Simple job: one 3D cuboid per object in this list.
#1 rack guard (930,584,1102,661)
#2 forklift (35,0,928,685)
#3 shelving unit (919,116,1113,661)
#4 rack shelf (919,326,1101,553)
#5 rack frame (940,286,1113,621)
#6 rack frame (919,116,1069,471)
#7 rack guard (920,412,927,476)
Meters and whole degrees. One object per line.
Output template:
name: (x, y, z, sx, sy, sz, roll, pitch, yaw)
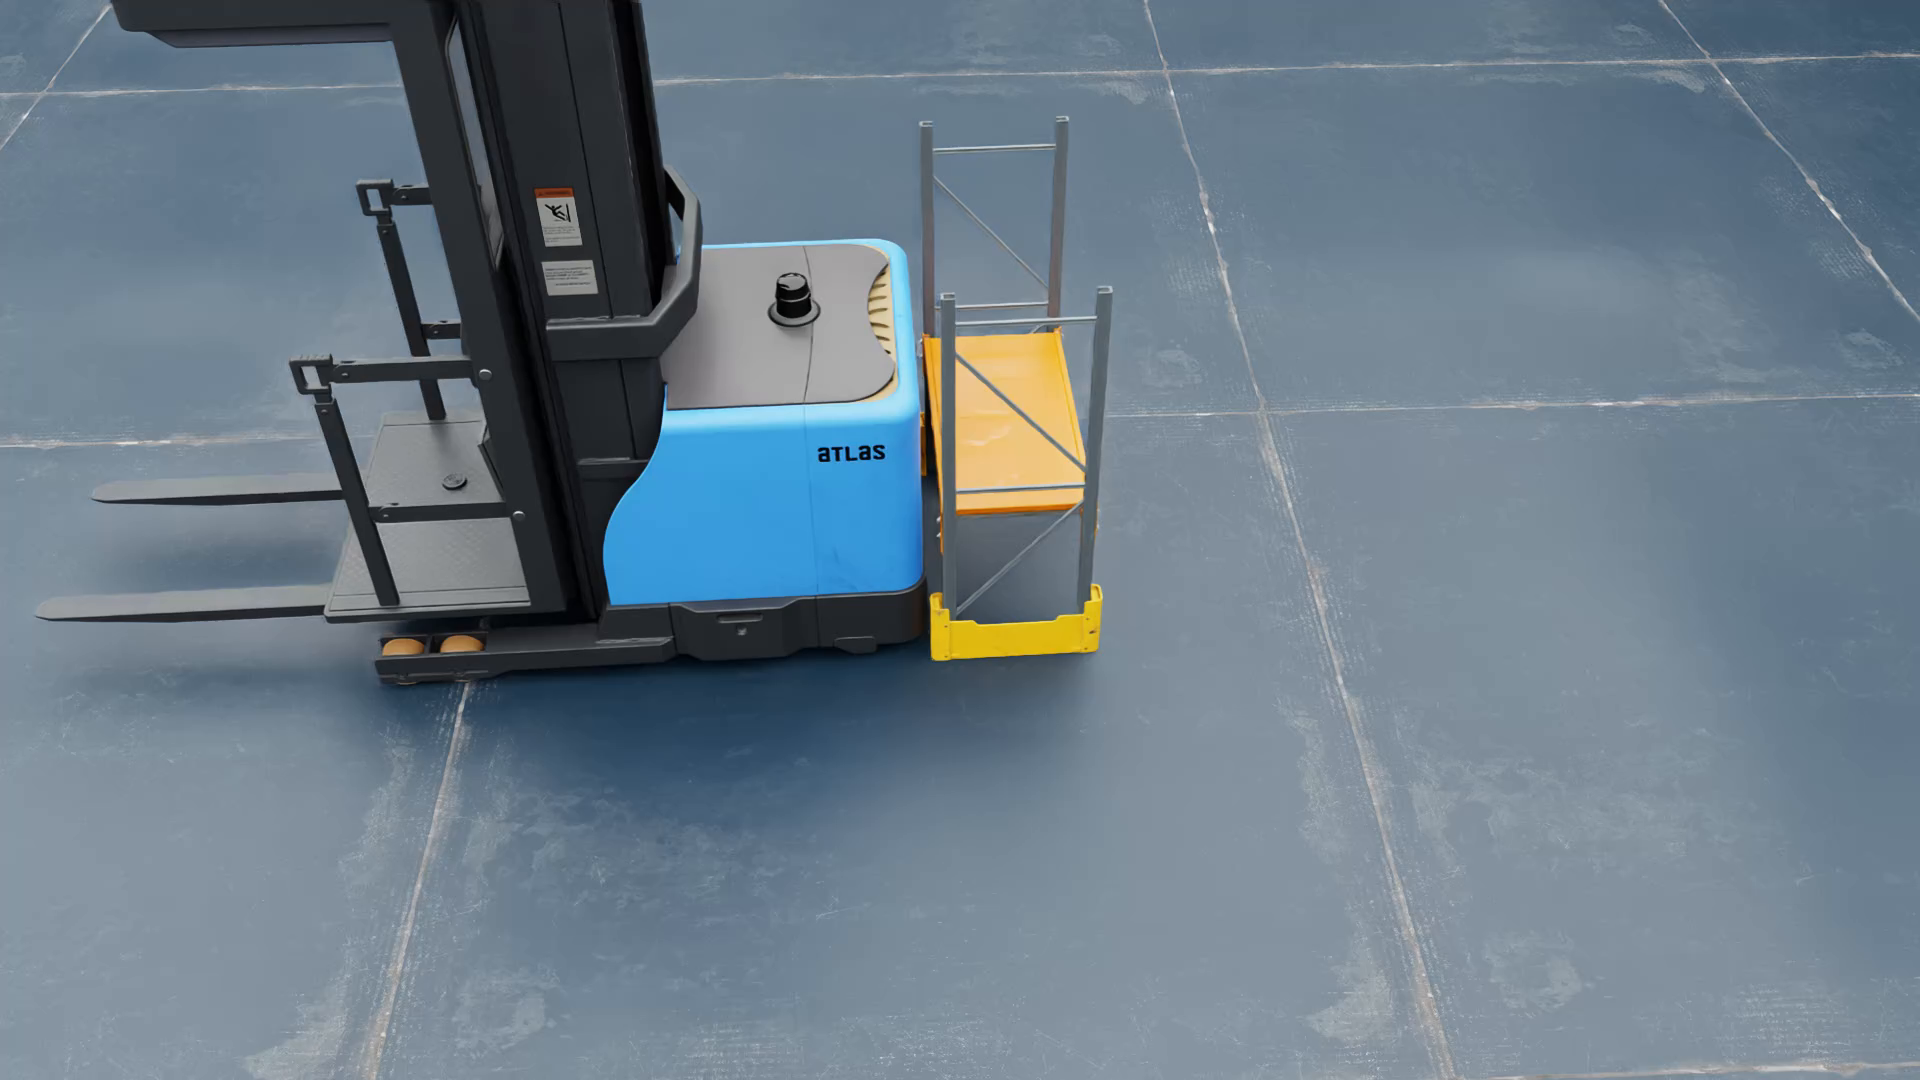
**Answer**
rack guard: (0.191, 0.285, 5.754, 0.587, 0.250, 0.087, -3, 43, -3)
forklift: (-1.654, -0.956, 5.124, 3.031, 2.935, 1.130, -3, 43, -3)
shelving unit: (0.153, -0.511, 5.697, 0.587, 1.500, 1.083, -3, 43, -3)
rack shelf: (0.154, -0.372, 5.812, 0.538, 0.185, 1.000, -3, 43, -3)
rack frame: (0.193, -0.162, 5.317, 0.500, 1.500, 0.032, -3, 43, -3)
rack frame: (0.115, -0.847, 6.064, 0.500, 1.500, 0.032, -3, 43, -3)
rack guard: (0.115, -0.386, 6.486, 0.587, 0.250, 0.087, -3, 43, -3)
